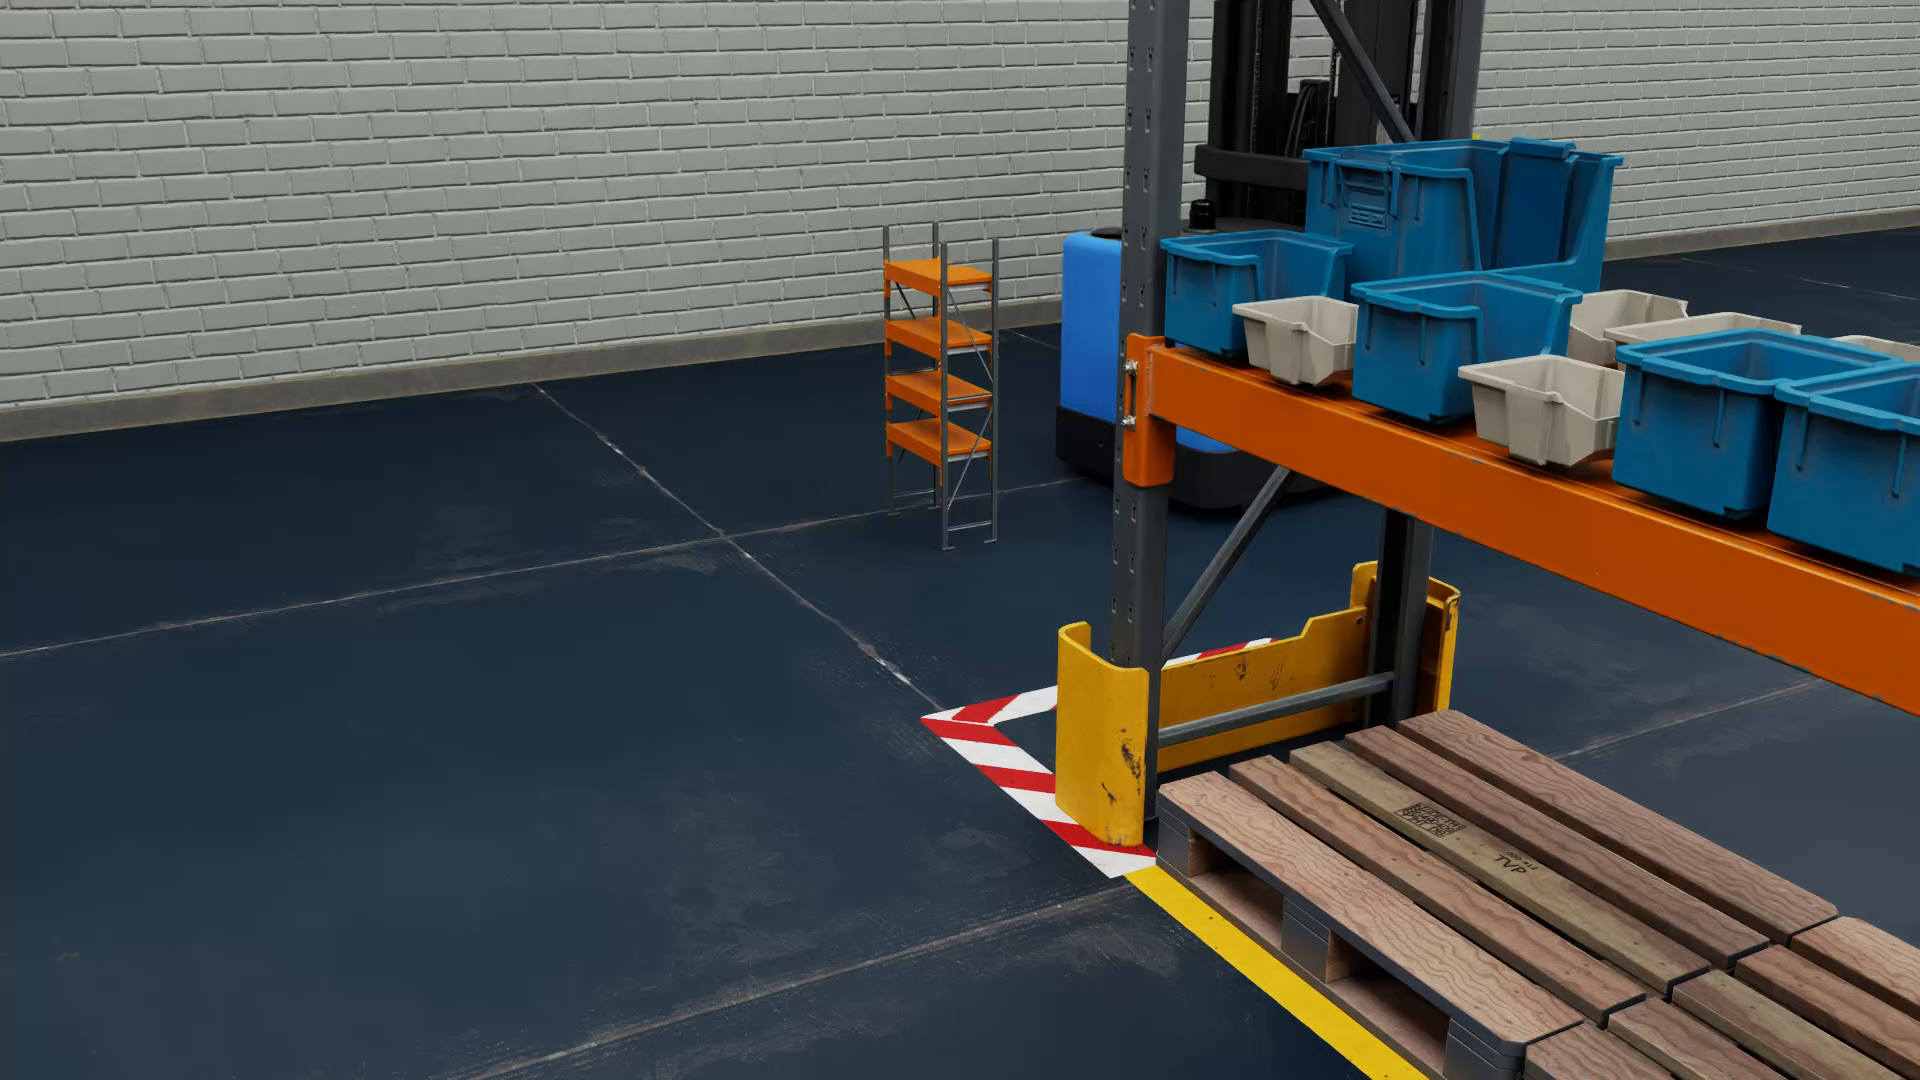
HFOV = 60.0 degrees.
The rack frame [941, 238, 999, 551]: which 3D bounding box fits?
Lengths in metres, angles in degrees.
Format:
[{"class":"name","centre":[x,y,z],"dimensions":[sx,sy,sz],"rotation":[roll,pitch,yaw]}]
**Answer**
[{"class":"rack frame","centre":[0.037,-0.545,6.370],"dimensions":[0.240,1.200,0.015],"rotation":[-10,21,-27]}]

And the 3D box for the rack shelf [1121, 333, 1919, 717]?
[{"class":"rack shelf","centre":[1.805,0.168,2.649],"dimensions":[1.077,0.370,4.000],"rotation":[-10,21,-27]}]

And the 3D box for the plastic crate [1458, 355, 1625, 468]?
[{"class":"plastic crate","centre":[1.085,-0.228,3.007],"dimensions":[0.250,0.136,0.298],"rotation":[-10,21,-27]}]

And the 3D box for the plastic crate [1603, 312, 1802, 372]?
[{"class":"plastic crate","centre":[1.527,-0.358,3.384],"dimensions":[0.396,0.136,0.243],"rotation":[-10,21,-27]}]

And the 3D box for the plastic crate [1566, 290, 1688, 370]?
[{"class":"plastic crate","centre":[1.402,-0.444,3.631],"dimensions":[0.396,0.136,0.243],"rotation":[-10,21,-27]}]

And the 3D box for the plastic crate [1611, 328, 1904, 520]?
[{"class":"plastic crate","centre":[1.308,-0.196,2.764],"dimensions":[0.416,0.233,0.300],"rotation":[-10,21,-27]}]

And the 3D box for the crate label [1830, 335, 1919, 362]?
[{"class":"crate label","centre":[1.681,-0.282,3.163],"dimensions":[0.396,0.136,0.243],"rotation":[-10,21,-27]}]

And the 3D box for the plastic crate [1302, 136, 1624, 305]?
[{"class":"plastic crate","centre":[1.179,-0.724,3.985],"dimensions":[0.616,0.435,0.499],"rotation":[-10,21,-27]}]

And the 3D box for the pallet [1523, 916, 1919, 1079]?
[{"class":"pallet","centre":[1.789,1.165,2.933],"dimensions":[1.003,0.211,1.213],"rotation":[-10,21,-27]}]

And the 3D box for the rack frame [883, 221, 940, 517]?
[{"class":"rack frame","centre":[-0.194,-0.685,6.776],"dimensions":[0.240,1.200,0.015],"rotation":[-10,21,-27]}]

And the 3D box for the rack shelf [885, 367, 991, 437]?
[{"class":"rack shelf","centre":[-0.079,-0.551,6.595],"dimensions":[0.258,0.148,0.480],"rotation":[-10,21,-27]}]

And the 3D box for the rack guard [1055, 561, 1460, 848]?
[{"class":"rack guard","centre":[0.833,0.431,4.617],"dimensions":[1.175,0.500,0.348],"rotation":[-10,21,-27]}]

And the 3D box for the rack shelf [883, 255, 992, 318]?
[{"class":"rack shelf","centre":[-0.079,-0.986,6.445],"dimensions":[0.258,0.148,0.480],"rotation":[-10,21,-27]}]

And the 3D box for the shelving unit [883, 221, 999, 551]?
[{"class":"shelving unit","centre":[-0.079,-0.615,6.573],"dimensions":[0.258,1.200,0.503],"rotation":[-10,21,-27]}]

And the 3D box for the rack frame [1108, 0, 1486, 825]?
[{"class":"rack frame","centre":[0.856,-0.746,4.195],"dimensions":[1.000,3.000,0.127],"rotation":[-10,21,-27]}]

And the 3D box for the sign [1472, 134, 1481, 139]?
[{"class":"sign","centre":[1.332,-0.913,4.429],"dimensions":[0.100,0.325,0.005],"rotation":[-10,21,-27]}]

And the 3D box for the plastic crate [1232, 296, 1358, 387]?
[{"class":"plastic crate","centre":[0.763,-0.423,3.571],"dimensions":[0.250,0.136,0.298],"rotation":[-10,21,-27]}]

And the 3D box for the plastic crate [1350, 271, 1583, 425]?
[{"class":"plastic crate","centre":[0.996,-0.385,3.312],"dimensions":[0.416,0.233,0.300],"rotation":[-10,21,-27]}]

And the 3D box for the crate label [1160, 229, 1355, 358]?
[{"class":"crate label","centre":[0.683,-0.574,3.860],"dimensions":[0.416,0.233,0.303],"rotation":[-10,21,-27]}]

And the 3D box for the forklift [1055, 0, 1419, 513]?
[{"class":"forklift","centre":[1.920,-1.858,7.524],"dimensions":[3.031,2.935,1.130],"rotation":[-13,23,-34]}]

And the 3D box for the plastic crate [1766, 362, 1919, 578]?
[{"class":"plastic crate","centre":[1.451,-0.109,2.515],"dimensions":[0.416,0.233,0.300],"rotation":[-10,21,-27]}]

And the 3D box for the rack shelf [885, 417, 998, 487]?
[{"class":"rack shelf","centre":[-0.079,-0.363,6.660],"dimensions":[0.258,0.148,0.480],"rotation":[-10,21,-27]}]

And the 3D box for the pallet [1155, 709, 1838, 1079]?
[{"class":"pallet","centre":[1.213,0.815,3.947],"dimensions":[1.003,0.211,1.213],"rotation":[-10,21,-27]}]

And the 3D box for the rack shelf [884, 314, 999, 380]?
[{"class":"rack shelf","centre":[-0.079,-0.763,6.522],"dimensions":[0.258,0.148,0.480],"rotation":[-10,21,-27]}]
